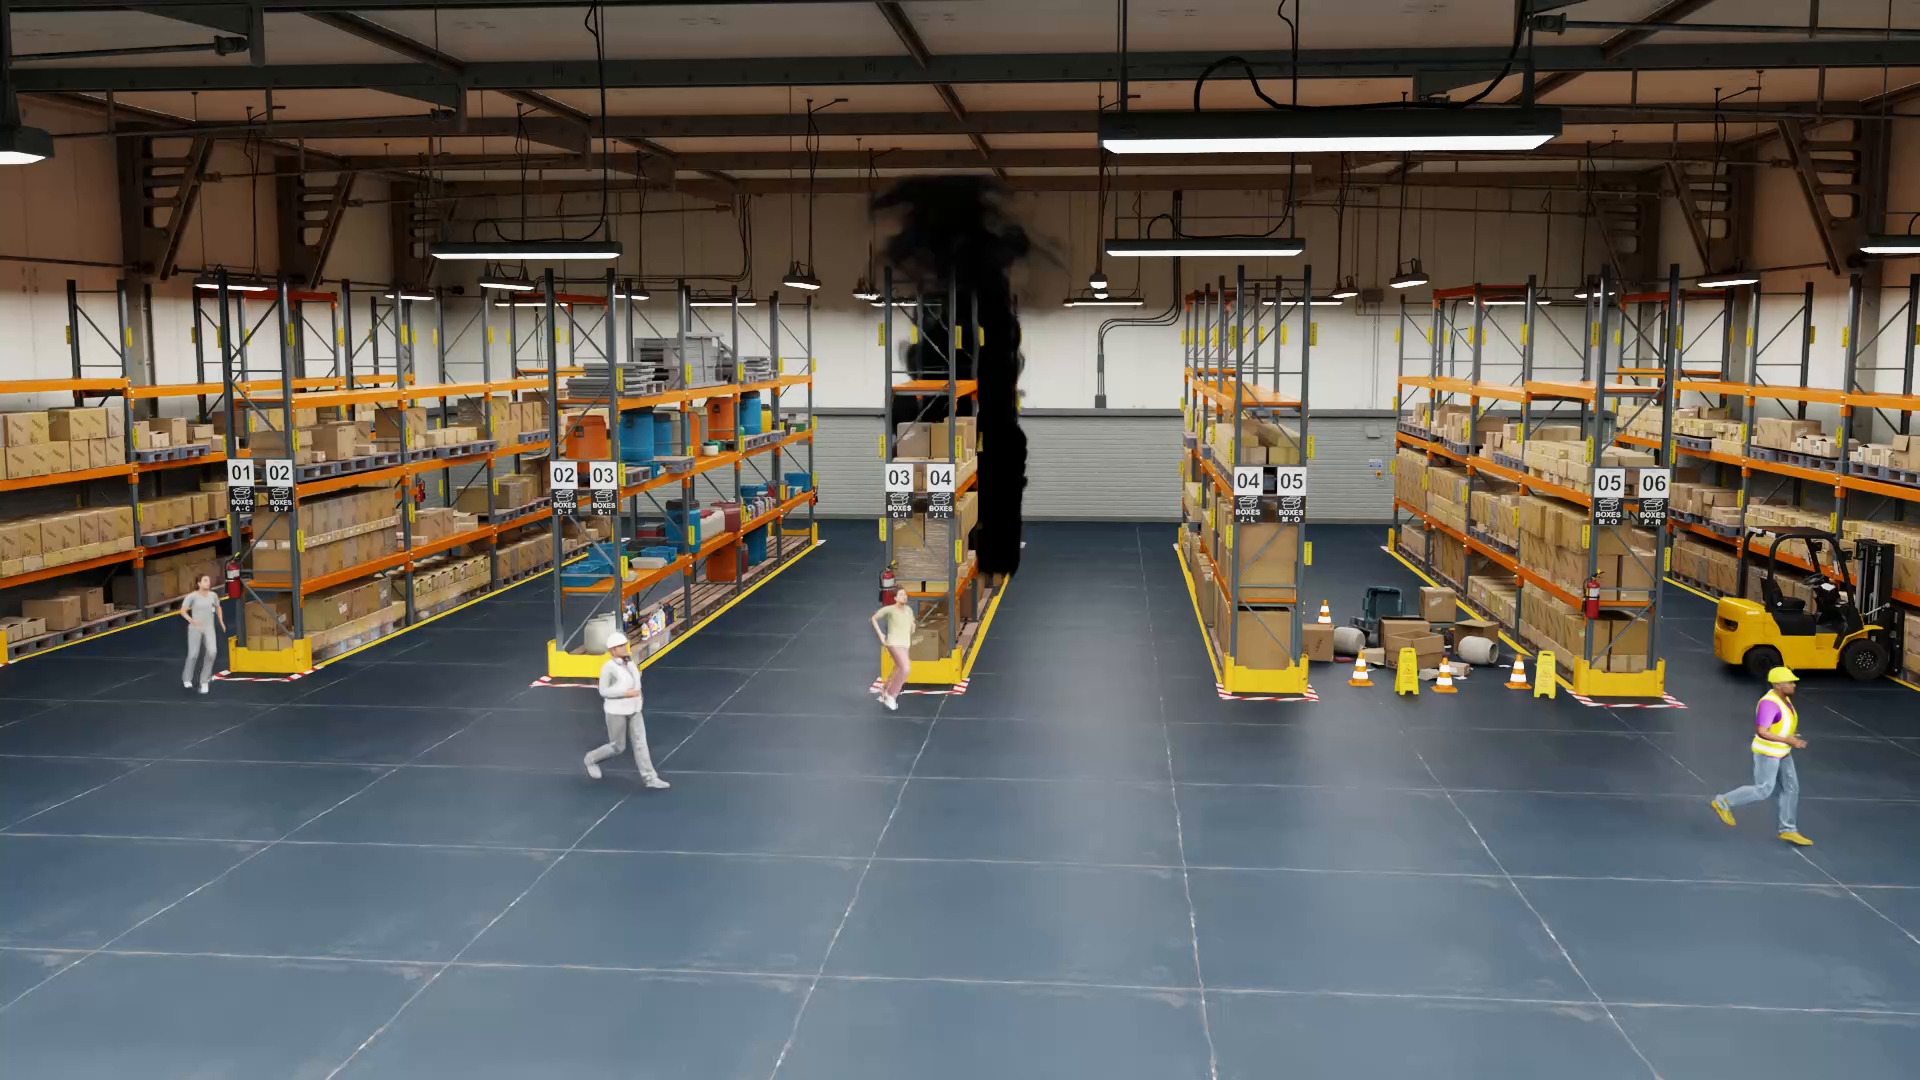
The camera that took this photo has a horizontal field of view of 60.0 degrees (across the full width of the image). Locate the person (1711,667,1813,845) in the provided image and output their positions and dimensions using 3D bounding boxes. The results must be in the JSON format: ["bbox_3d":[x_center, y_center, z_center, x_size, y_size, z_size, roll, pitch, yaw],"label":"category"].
[{"bbox_3d":[8.054,2.119,16.604,0.948,1.754,0.681,7,10,44],"label":"person"}]

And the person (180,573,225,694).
[{"bbox_3d":[-10.798,1.312,23.746,0.613,1.684,0.634,-6,9,-41],"label":"person"}]

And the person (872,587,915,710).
[{"bbox_3d":[-0.836,1.454,22.538,0.642,1.640,0.564,6,9,43],"label":"person"}]

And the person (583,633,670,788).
[{"bbox_3d":[-3.690,1.877,18.377,1.079,1.719,0.673,4,8,30],"label":"person"}]
